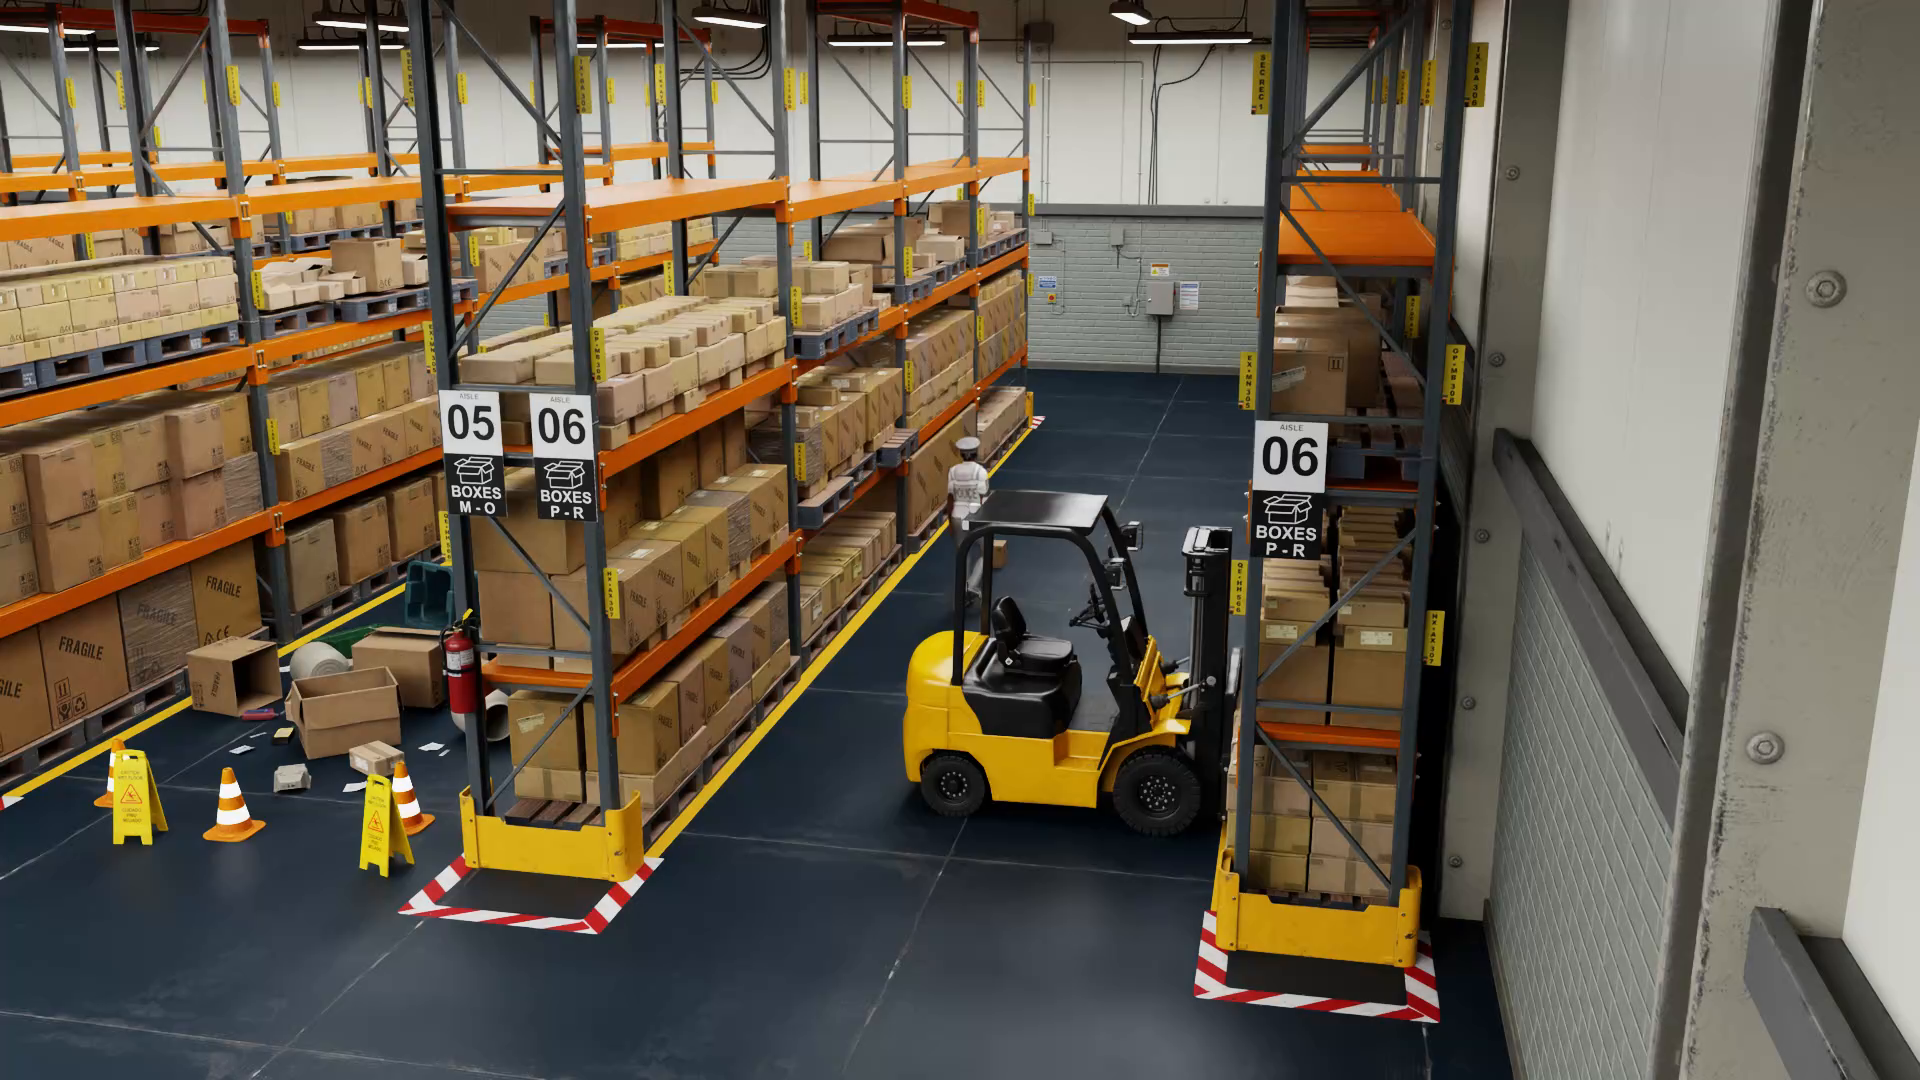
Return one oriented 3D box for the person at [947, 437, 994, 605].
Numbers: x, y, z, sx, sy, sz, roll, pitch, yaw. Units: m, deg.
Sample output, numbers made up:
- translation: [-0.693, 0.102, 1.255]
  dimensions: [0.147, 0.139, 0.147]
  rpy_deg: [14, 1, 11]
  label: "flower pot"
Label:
- translation: [0.095, -0.169, 16.601]
  dimensions: [0.517, 1.670, 0.501]
  rpy_deg: [6, 16, 22]
  label: "person"
